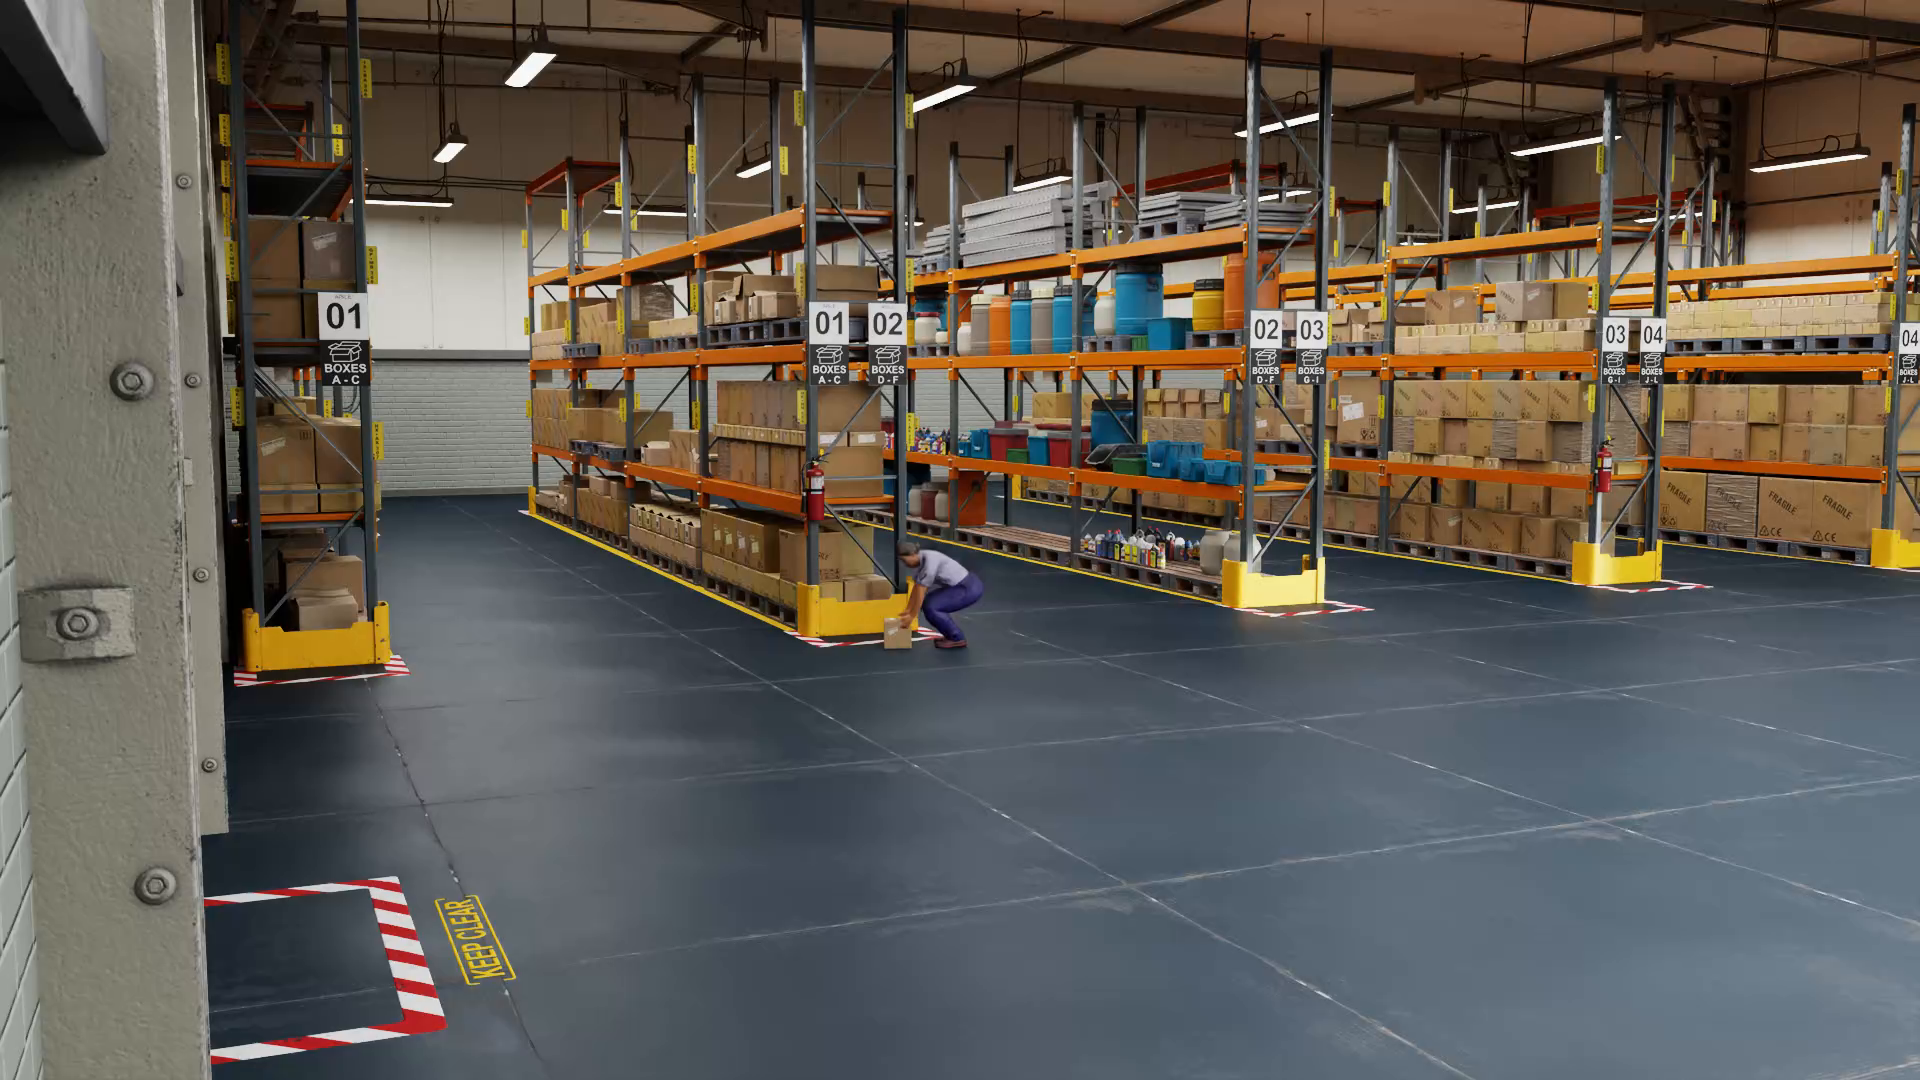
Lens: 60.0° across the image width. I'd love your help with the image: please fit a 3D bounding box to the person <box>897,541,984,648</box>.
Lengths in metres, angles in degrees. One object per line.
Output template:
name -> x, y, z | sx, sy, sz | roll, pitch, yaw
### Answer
person -> -0.184, 0.503, 15.419 | 0.809, 0.973, 0.533 | 0, 6, -3
